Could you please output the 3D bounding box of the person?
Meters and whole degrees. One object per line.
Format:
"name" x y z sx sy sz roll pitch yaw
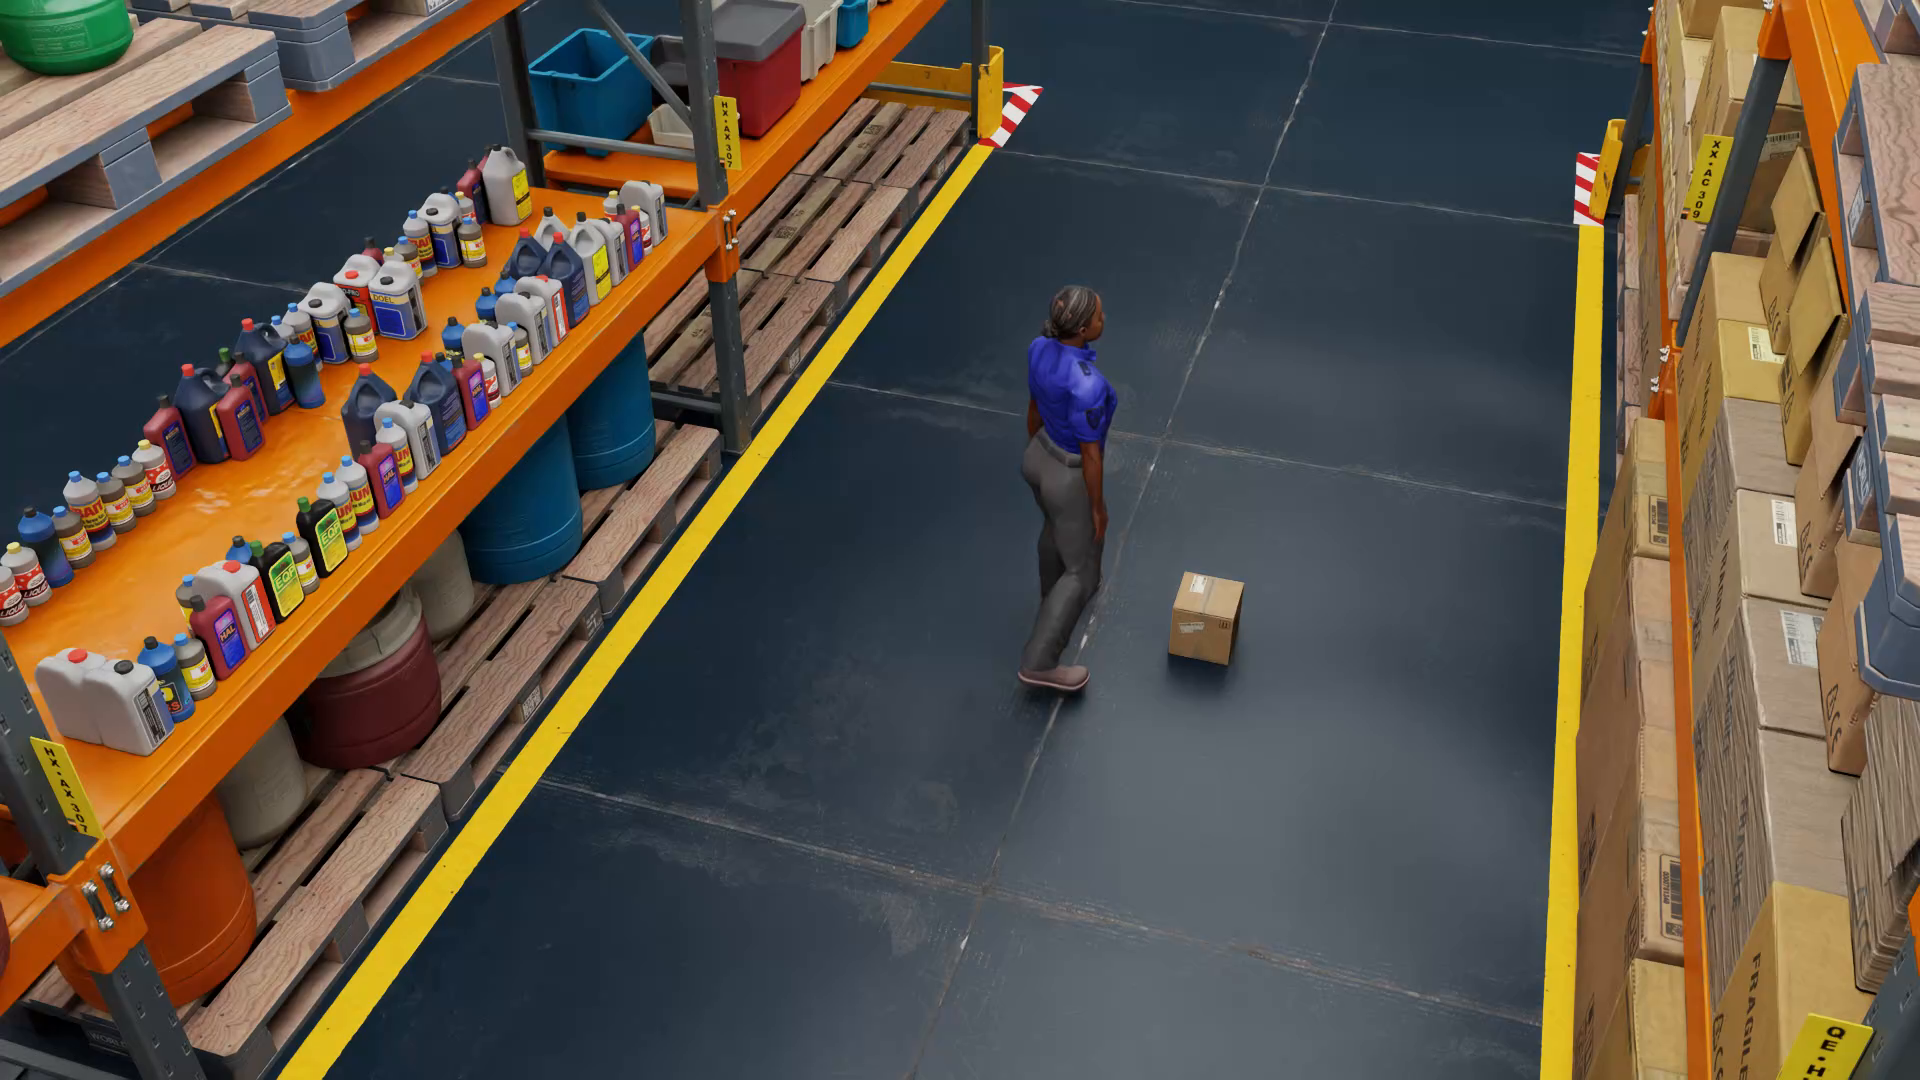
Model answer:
"person" 0.434 -0.230 6.440 0.681 1.636 0.639 -19 41 -23
